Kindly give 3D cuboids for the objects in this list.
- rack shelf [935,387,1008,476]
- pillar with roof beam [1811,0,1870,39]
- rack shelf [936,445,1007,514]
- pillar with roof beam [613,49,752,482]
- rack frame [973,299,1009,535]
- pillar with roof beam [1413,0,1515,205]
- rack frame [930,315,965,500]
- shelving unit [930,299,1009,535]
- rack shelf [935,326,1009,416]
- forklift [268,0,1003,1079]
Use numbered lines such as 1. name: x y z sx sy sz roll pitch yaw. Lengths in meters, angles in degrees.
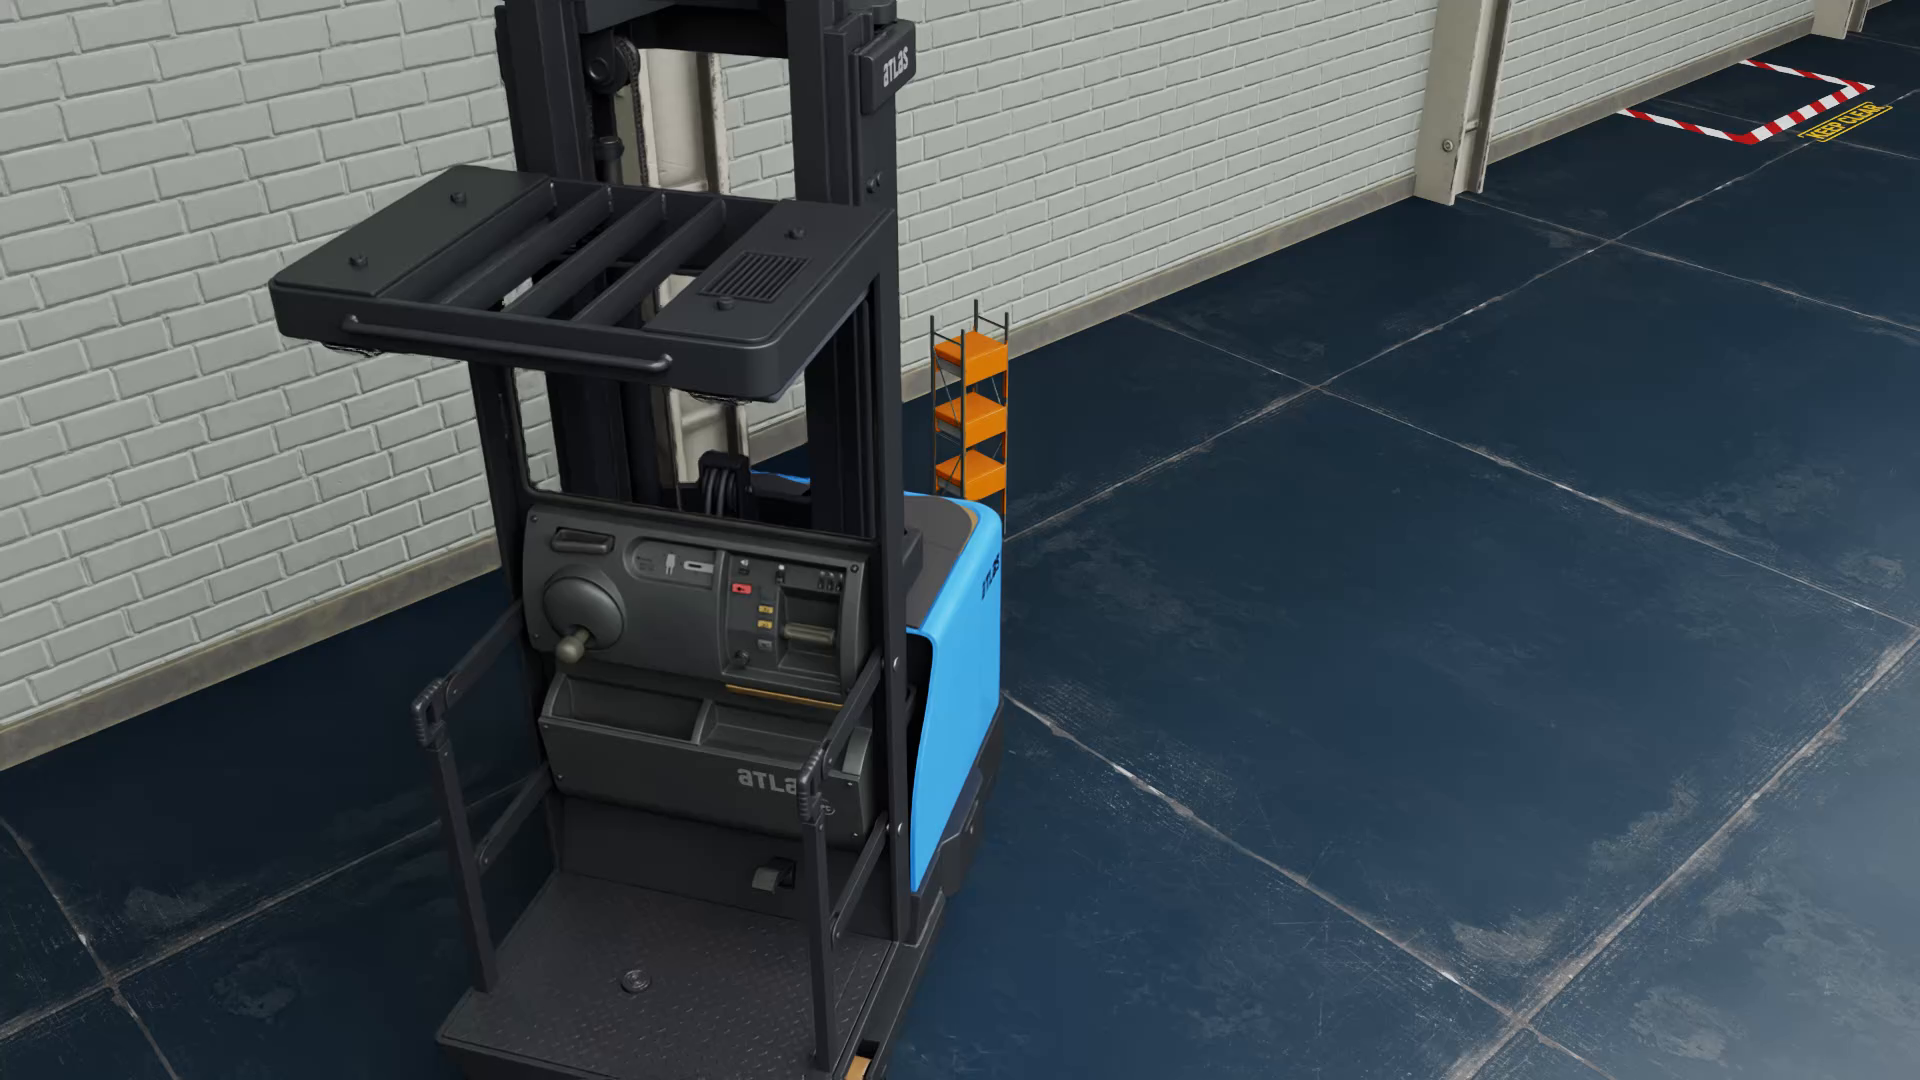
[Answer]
1. rack shelf: 0.039 -0.458 7.013 0.240 0.259 0.215 -26 40 -35
2. pillar with roof beam: 10.545 -6.621 9.452 0.400 9.000 9.100 -26 40 -35
3. rack shelf: 0.039 -0.221 7.158 0.240 0.259 0.215 -26 40 -35
4. pillar with roof beam: 1.746 -2.364 2.491 0.400 9.000 9.100 -26 40 -35
5. rack frame: 0.129 -0.510 7.078 0.008 1.050 0.200 -26 40 -35
6. pillar with roof beam: 6.145 -4.493 5.971 0.400 9.000 9.100 -26 40 -35
7. rack frame: -0.050 -0.424 6.936 0.008 1.050 0.200 -26 40 -35
8. shelving unit: 0.039 -0.467 7.007 0.252 1.050 0.215 -26 40 -35
9. rack shelf: 0.039 -0.700 6.865 0.240 0.259 0.215 -26 40 -35
10. forklift: -0.748 0.217 4.086 1.130 2.935 3.031 9 32 14
